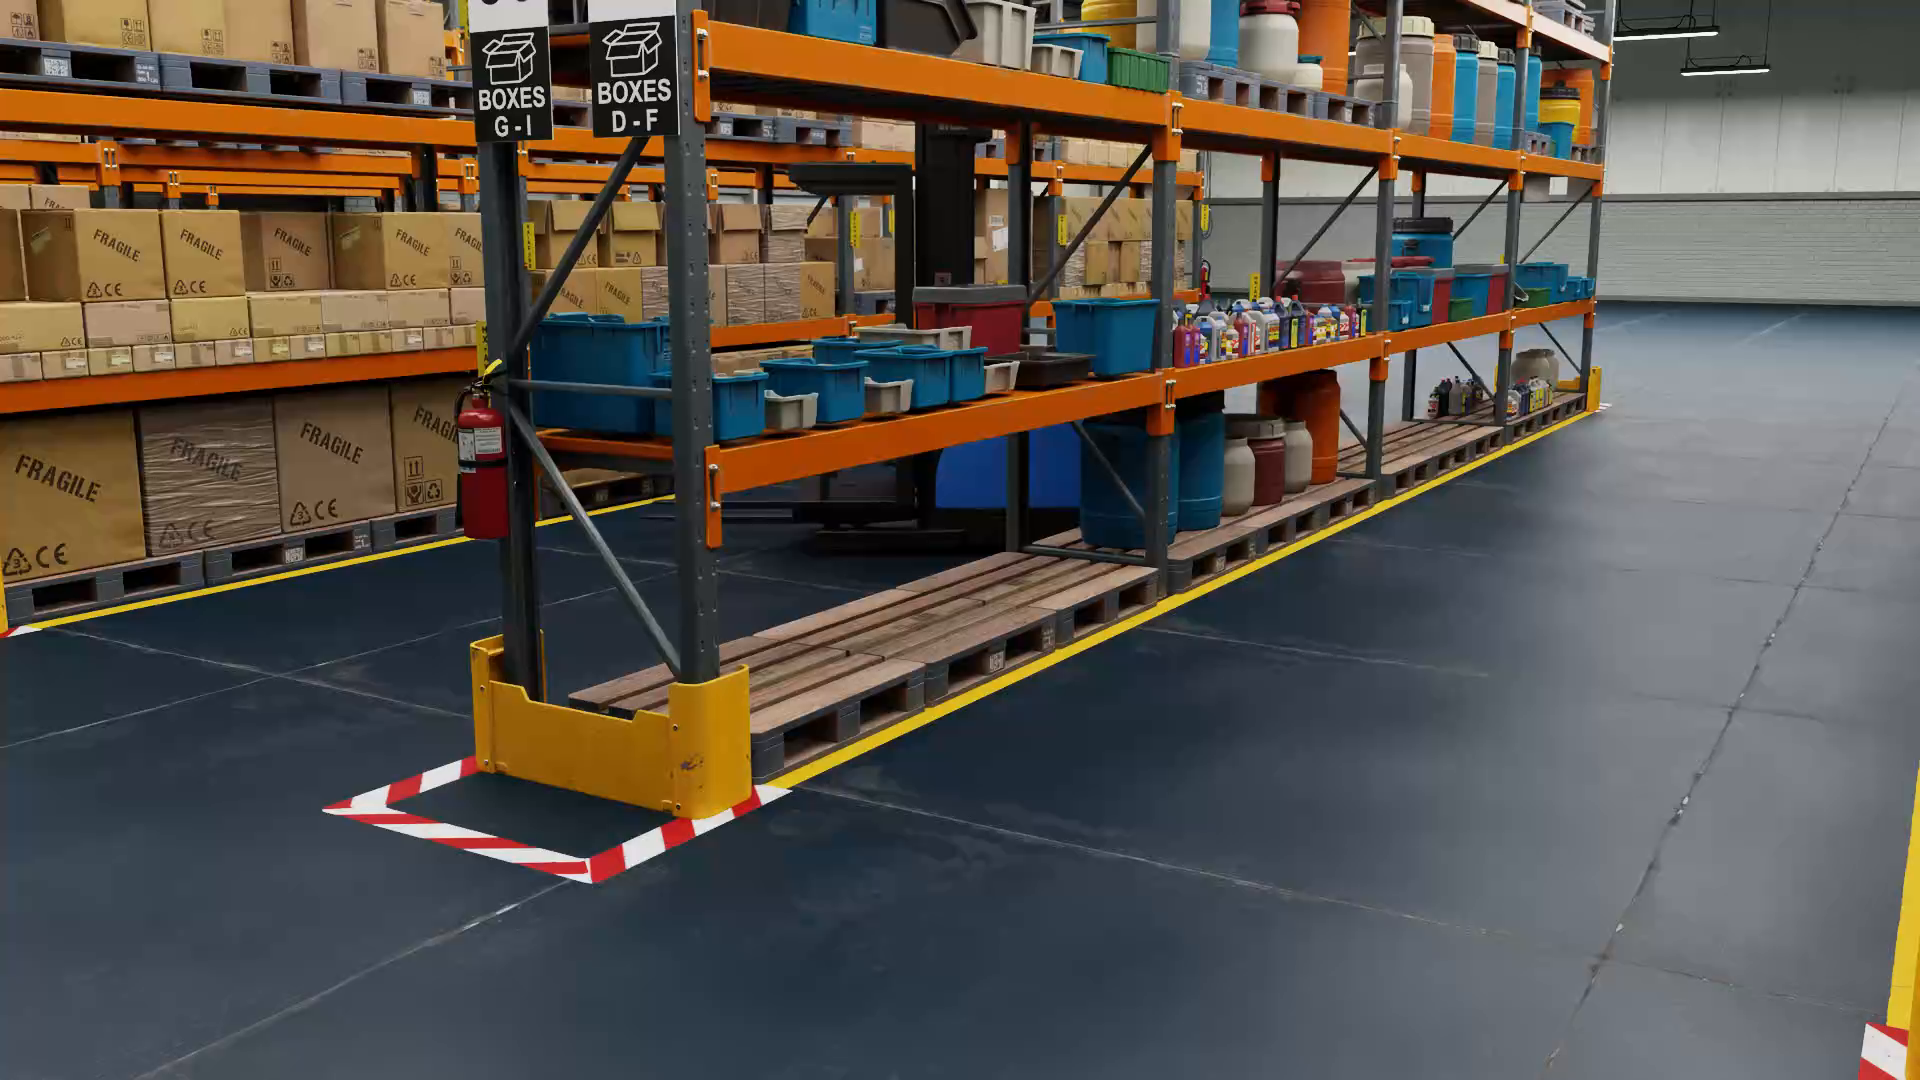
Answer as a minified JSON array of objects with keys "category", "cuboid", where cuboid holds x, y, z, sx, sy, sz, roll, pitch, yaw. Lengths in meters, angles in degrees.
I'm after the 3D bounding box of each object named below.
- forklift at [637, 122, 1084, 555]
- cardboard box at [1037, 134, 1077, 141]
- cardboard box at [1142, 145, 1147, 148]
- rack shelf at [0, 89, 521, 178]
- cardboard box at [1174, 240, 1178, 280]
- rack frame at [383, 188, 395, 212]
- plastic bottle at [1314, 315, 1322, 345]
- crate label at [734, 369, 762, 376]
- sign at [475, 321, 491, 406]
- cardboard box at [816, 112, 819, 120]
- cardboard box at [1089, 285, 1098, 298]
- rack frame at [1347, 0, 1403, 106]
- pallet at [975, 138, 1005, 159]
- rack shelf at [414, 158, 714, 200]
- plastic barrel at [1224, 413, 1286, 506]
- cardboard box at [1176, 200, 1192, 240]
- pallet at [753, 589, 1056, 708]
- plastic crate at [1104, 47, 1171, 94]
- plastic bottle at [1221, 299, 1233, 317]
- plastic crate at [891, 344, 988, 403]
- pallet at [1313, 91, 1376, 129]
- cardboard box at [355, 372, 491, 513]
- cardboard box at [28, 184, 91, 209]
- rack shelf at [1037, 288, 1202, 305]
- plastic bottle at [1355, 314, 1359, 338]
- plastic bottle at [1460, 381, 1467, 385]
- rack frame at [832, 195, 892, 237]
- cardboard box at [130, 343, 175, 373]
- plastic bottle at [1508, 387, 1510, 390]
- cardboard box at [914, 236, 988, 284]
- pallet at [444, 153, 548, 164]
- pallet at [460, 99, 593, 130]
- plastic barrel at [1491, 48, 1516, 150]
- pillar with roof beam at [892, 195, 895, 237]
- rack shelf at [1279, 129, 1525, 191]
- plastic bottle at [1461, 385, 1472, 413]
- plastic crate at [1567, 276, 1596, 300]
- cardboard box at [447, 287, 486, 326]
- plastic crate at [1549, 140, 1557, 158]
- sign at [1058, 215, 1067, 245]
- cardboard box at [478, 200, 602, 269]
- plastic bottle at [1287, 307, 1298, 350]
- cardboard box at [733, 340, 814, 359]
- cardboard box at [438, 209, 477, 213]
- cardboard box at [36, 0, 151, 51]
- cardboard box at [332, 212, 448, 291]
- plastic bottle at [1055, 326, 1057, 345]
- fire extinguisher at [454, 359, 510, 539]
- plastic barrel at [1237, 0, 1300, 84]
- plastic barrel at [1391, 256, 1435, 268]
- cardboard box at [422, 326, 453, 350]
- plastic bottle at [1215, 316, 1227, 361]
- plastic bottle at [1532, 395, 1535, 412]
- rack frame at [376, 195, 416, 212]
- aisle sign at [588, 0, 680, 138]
[{"category":"forklift","cuboid":[-0.623,-1.438,11.086,3.031,2.935,1.130,0,11,-1]},{"category":"cardboard box","cuboid":[1.086,-4.529,18.581,0.380,0.149,0.250,6,12,29]},{"category":"cardboard box","cuboid":[2.171,-4.859,20.344,0.380,0.149,0.250,6,12,28]},{"category":"rack shelf","cuboid":[-4.538,-2.459,10.154,1.077,0.370,4.000,6,12,31]},{"category":"cardboard box","cuboid":[2.264,-3.561,21.158,0.875,0.500,0.500,6,12,31]},{"category":"rack frame","cuboid":[-7.816,-3.857,23.821,1.000,3.000,0.127,6,12,31]},{"category":"plastic bottle","cuboid":[2.466,-1.462,11.565,0.097,0.201,0.097,0,11,0]},{"category":"crate label","cuboid":[-0.788,-0.686,7.434,0.396,0.136,0.243,6,12,31]},{"category":"sign","cuboid":[-1.822,-0.680,6.408,0.100,0.325,0.005,6,12,31]},{"category":"cardboard box","cuboid":[-1.389,-4.150,15.601,0.500,0.500,0.500,7,13,32]},{"category":"cardboard box","cuboid":[1.391,-2.912,19.457,0.380,0.149,0.250,6,12,31]},{"category":"rack frame","cuboid":[2.810,-4.757,12.324,1.000,3.000,0.127,6,12,31]},{"category":"pallet","cuboid":[-0.294,-4.042,17.168,1.213,0.211,1.003,6,12,31]},{"category":"rack shelf","cuboid":[-4.571,-4.207,19.490,1.077,0.370,4.000,6,12,31]},{"category":"plastic barrel","cuboid":[1.984,-0.573,11.691,0.600,0.588,0.708,6,12,31]},{"category":"cardboard box","cuboid":[2.656,-4.116,21.408,0.500,0.500,0.500,6,12,31]},{"category":"pallet","cuboid":[-0.248,0.503,8.106,1.003,0.211,1.213,6,12,31]},{"category":"plastic crate","cuboid":[0.772,-2.454,8.749,0.450,0.188,0.662,6,12,31]},{"category":"plastic bottle","cuboid":[1.961,-1.624,12.210,0.061,0.283,0.133,6,12,31]},{"category":"plastic crate","cuboid":[-0.094,-0.759,7.563,0.416,0.233,0.300,6,12,31]},{"category":"pallet","cuboid":[2.330,-3.079,12.025,1.003,0.211,1.213,6,12,31]},{"category":"cardboard box","cuboid":[-3.911,-0.718,11.687,0.875,0.875,0.875,6,12,31]},{"category":"cardboard box","cuboid":[-7.699,-2.729,13.998,0.500,0.500,0.500,6,12,29]},{"category":"rack shelf","cuboid":[1.692,-2.872,20.510,1.077,0.370,4.000,6,12,31]},{"category":"plastic bottle","cuboid":[2.889,-1.590,12.249,0.097,0.201,0.097,0,11,0]},{"category":"plastic bottle","cuboid":[5.330,-1.550,17.702,0.152,0.276,0.135,7,12,32]},{"category":"rack frame","cuboid":[-1.456,-4.029,24.740,1.000,3.000,0.127,6,12,31]},{"category":"cardboard box","cuboid":[-4.711,-1.046,9.487,0.380,0.149,0.250,6,12,30]},{"category":"plastic bottle","cuboid":[5.633,-1.434,17.097,0.097,0.271,0.097,0,11,0]},{"category":"cardboard box","cuboid":[-0.167,-2.886,17.212,0.797,0.503,0.637,8,13,36]},{"category":"pallet","cuboid":[-5.321,-4.259,18.329,1.213,0.211,1.003,7,13,33]},{"category":"pallet","cuboid":[-3.066,-3.182,12.580,0.805,0.209,1.217,6,12,28]},{"category":"plastic barrel","cuboid":[4.808,-4.057,15.376,0.600,0.901,0.708,6,12,31]},{"category":"pillar with roof beam","cuboid":[1.909,-10.305,41.959,9.100,9.000,0.548,6,12,31]},{"category":"rack shelf","cuboid":[3.849,-3.244,14.347,1.077,0.370,4.000,6,12,31]},{"category":"plastic bottle","cuboid":[5.214,-1.464,17.241,0.152,0.276,0.135,6,12,31]},{"category":"plastic crate","cuboid":[6.960,-2.886,19.037,0.499,0.251,0.616,6,12,31]},{"category":"cardboard box","cuboid":[-3.505,-1.630,11.525,0.500,0.250,0.500,6,12,30]},{"category":"plastic crate","cuboid":[5.939,-4.030,17.167,0.336,0.188,0.450,6,12,31]},{"category":"sign","cuboid":[1.130,-3.427,18.377,0.100,0.325,0.005,6,12,31]},{"category":"cardboard box","cuboid":[-3.175,-2.296,12.483,0.797,0.503,0.637,6,12,29]},{"category":"plastic bottle","cuboid":[2.206,-1.417,11.102,0.061,0.283,0.133,6,12,31]},{"category":"cardboard box","cuboid":[-1.799,-1.337,14.992,1.225,0.875,0.875,6,12,28]},{"category":"cardboard box","cuboid":[-5.368,-3.381,18.291,0.700,0.500,0.500,6,12,30]},{"category":"cardboard box","cuboid":[-4.957,-2.966,9.225,0.700,0.500,0.500,6,12,29]},{"category":"cardboard box","cuboid":[-3.773,-1.917,11.019,0.500,0.500,0.500,7,12,31]},{"category":"plastic bottle","cuboid":[0.662,-1.211,10.023,0.152,0.276,0.135,6,12,31]},{"category":"fire extinguisher","cuboid":[-1.810,-0.349,6.302,0.296,0.674,0.183,6,12,31]},{"category":"plastic barrel","cuboid":[2.019,-3.263,10.983,0.433,0.535,0.433,0,11,0]},{"category":"plastic barrel","cuboid":[4.203,-2.375,15.532,0.433,0.535,0.433,0,11,0]},{"category":"cardboard box","cuboid":[-3.645,-1.369,11.211,0.380,0.149,0.250,6,12,30]},{"category":"plastic bottle","cuboid":[1.573,-1.226,10.113,0.097,0.271,0.097,0,11,0]},{"category":"plastic bottle","cuboid":[5.926,-1.437,17.304,0.097,0.201,0.097,0,11,0]},{"category":"rack frame","cuboid":[-9.983,-4.960,29.711,1.000,3.000,0.127,6,12,31]},{"category":"aisle sign","cuboid":[-1.127,-1.788,5.704,0.394,0.787,0.004,6,12,31]}]
